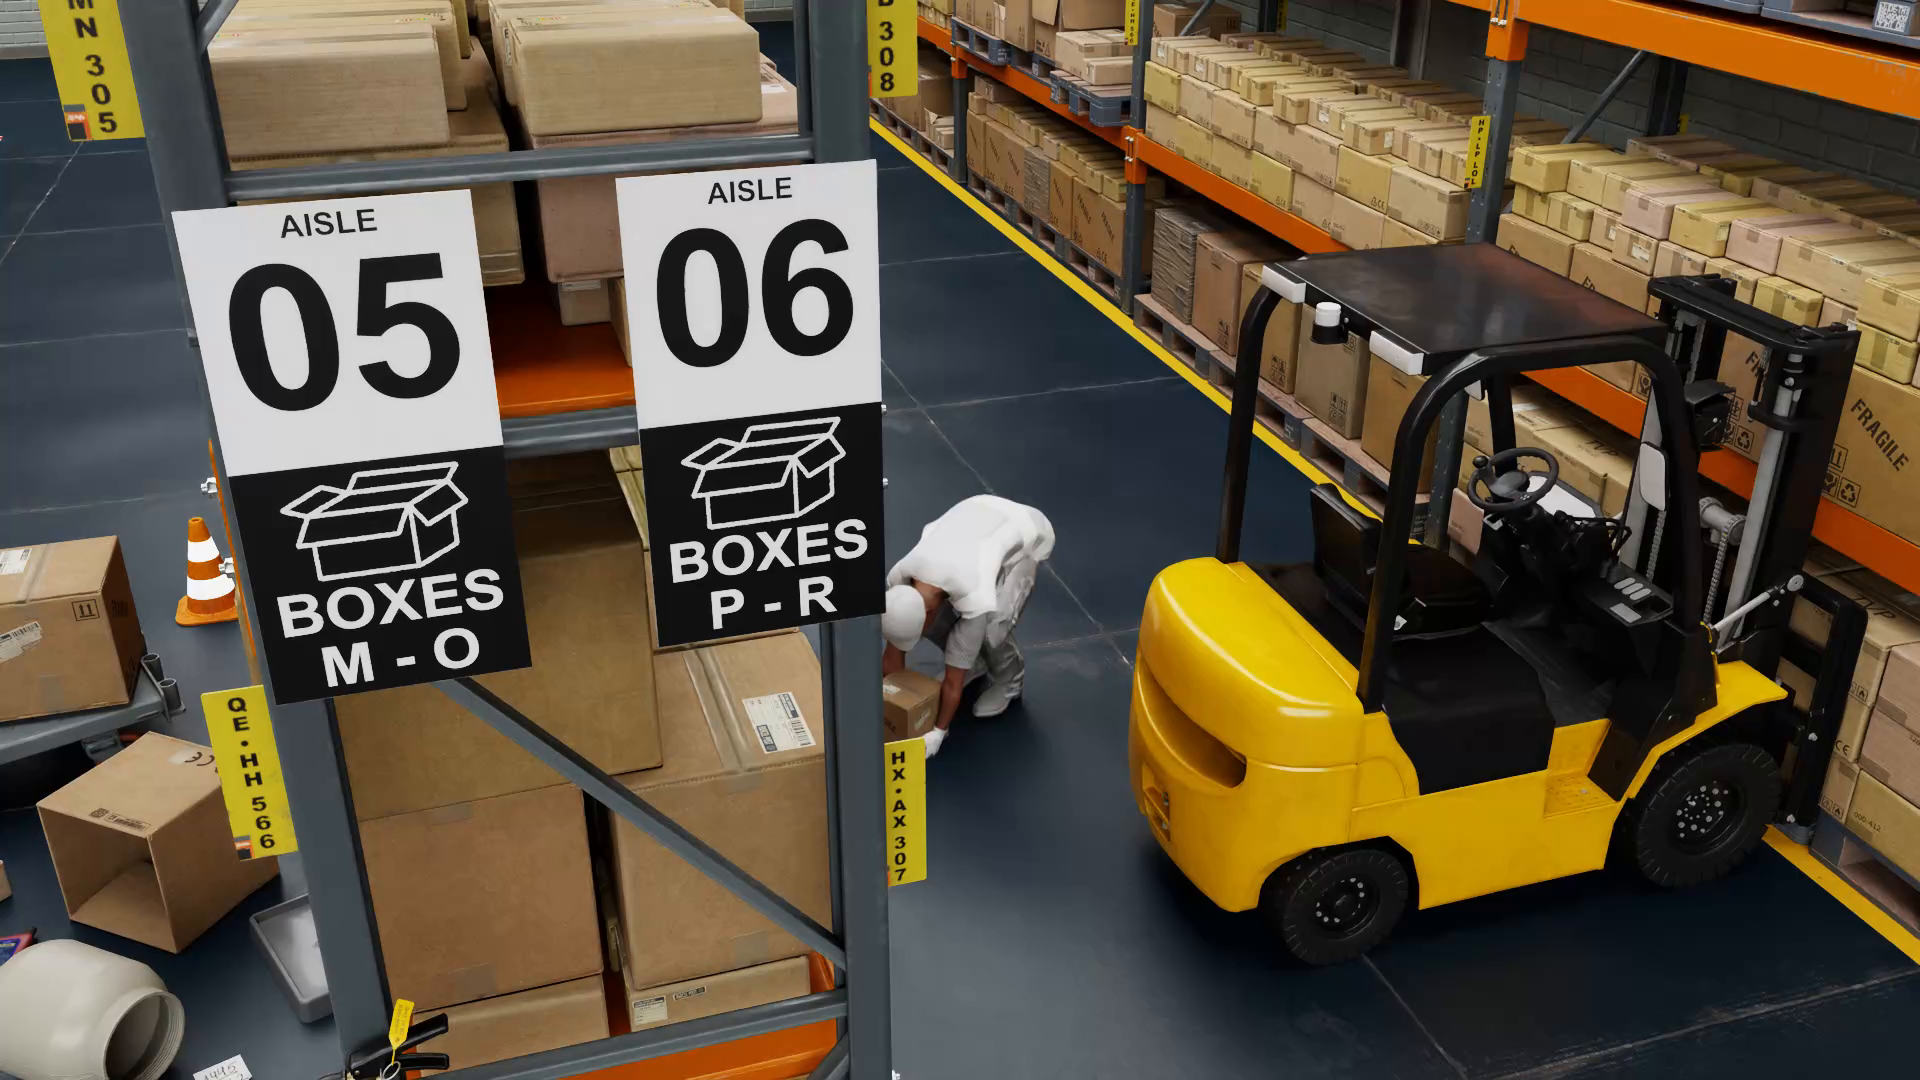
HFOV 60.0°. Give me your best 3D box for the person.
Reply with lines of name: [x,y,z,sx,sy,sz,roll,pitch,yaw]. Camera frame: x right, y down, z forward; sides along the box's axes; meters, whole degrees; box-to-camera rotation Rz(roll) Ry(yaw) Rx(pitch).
person: [0.005,0.329,6.949,0.531,0.906,0.988,19,32,34]
